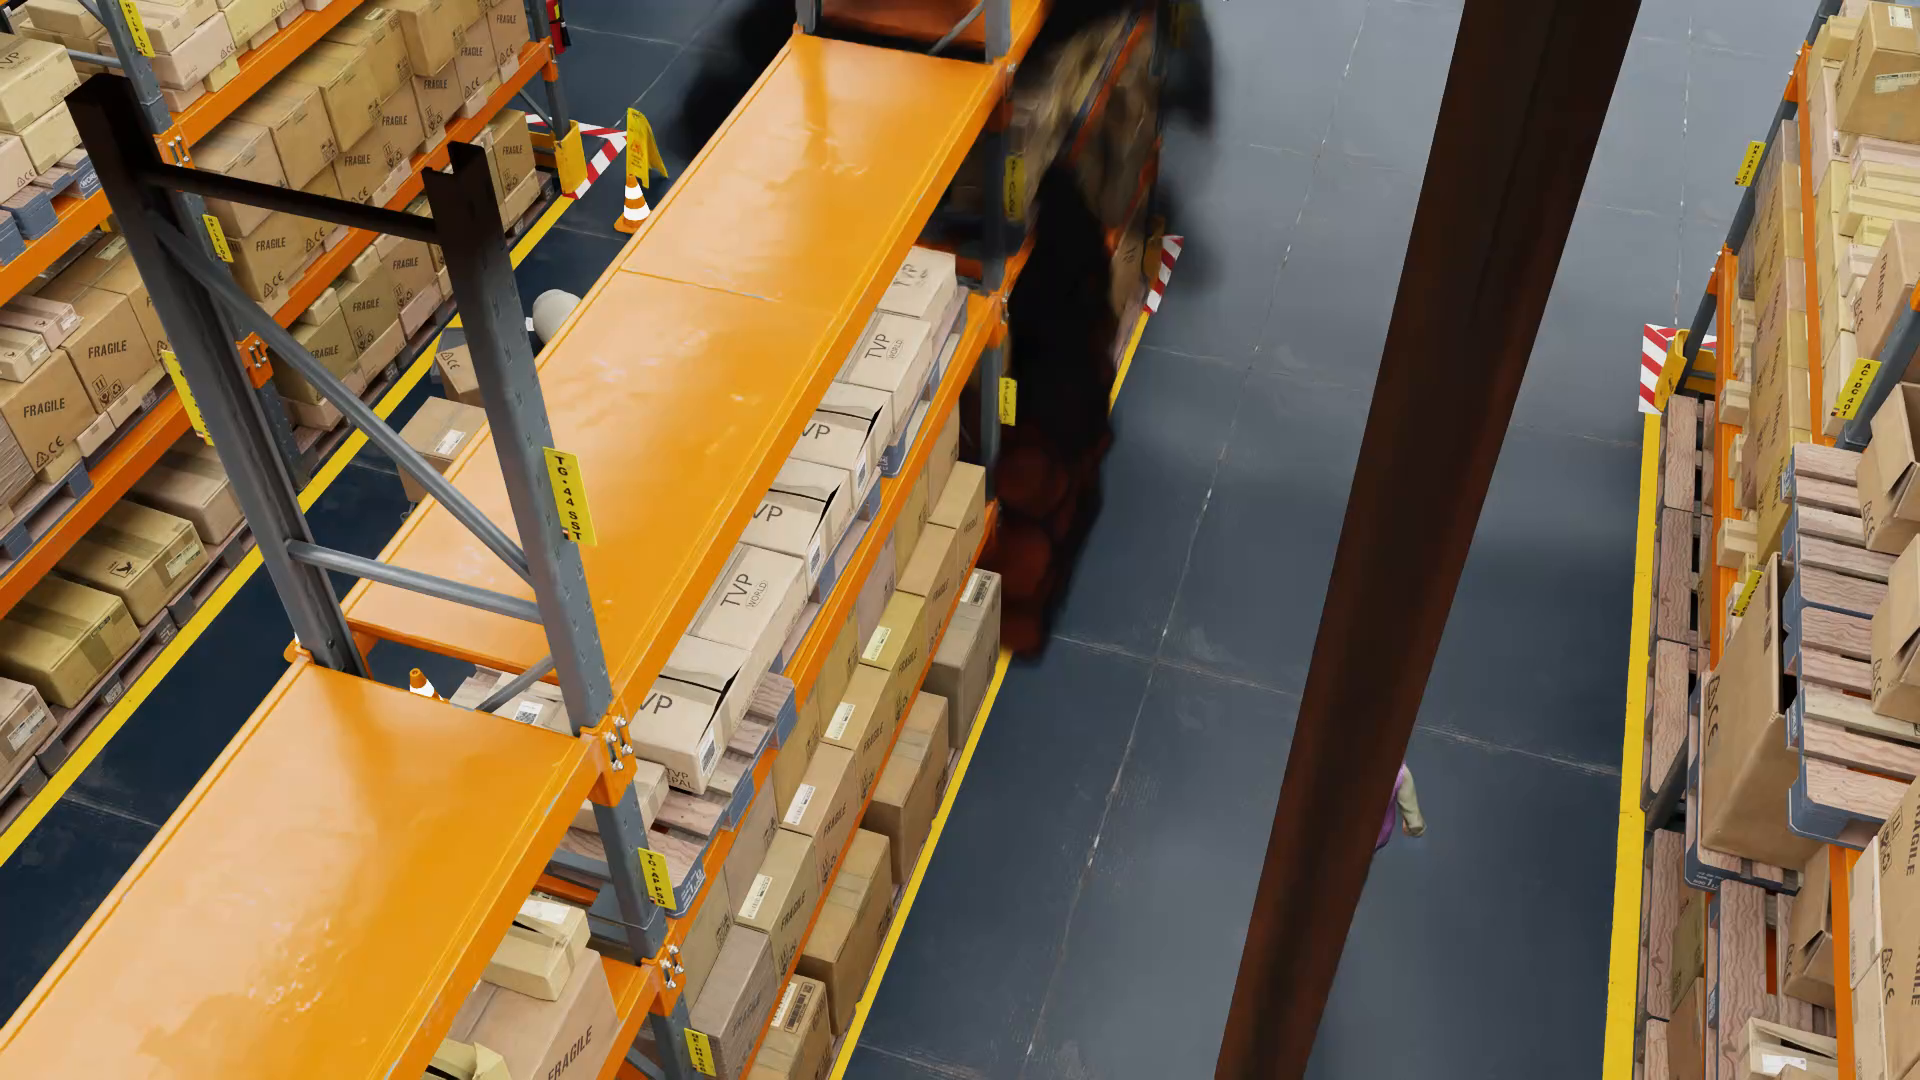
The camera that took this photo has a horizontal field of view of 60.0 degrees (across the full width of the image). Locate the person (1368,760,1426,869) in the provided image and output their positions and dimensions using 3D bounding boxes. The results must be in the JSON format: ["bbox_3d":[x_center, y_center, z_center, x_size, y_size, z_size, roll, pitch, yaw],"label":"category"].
[{"bbox_3d":[1.962,1.431,8.216,0.508,1.672,0.696,7,46,6],"label":"person"}]
